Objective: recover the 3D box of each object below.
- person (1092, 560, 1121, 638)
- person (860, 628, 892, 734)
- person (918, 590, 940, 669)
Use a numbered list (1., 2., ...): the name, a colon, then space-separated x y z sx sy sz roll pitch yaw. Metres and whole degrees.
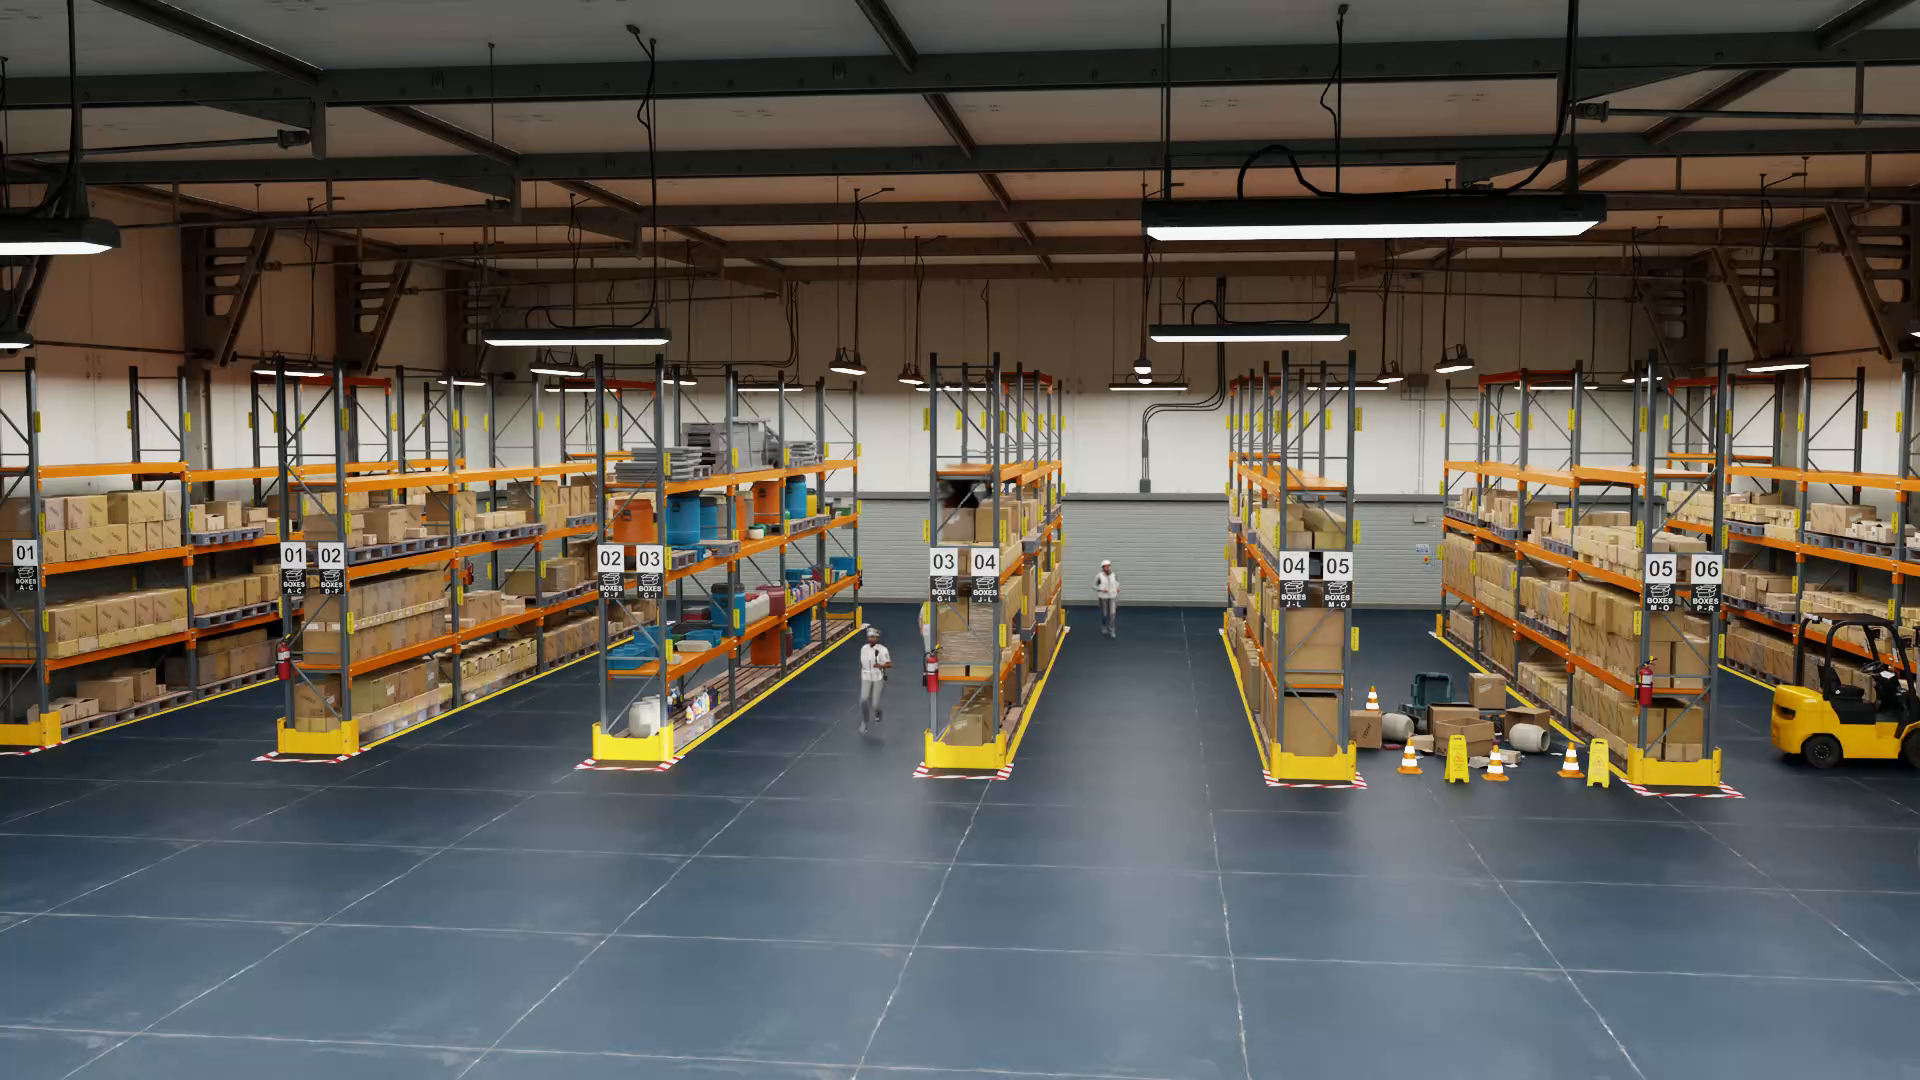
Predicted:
1. person: 3.432 1.367 38.914 0.700 1.797 0.833 -1 4 -13
2. person: -1.335 2.178 25.962 0.560 1.641 0.731 1 4 11
3. person: -0.507 1.853 32.393 0.667 1.788 0.718 1 4 10
